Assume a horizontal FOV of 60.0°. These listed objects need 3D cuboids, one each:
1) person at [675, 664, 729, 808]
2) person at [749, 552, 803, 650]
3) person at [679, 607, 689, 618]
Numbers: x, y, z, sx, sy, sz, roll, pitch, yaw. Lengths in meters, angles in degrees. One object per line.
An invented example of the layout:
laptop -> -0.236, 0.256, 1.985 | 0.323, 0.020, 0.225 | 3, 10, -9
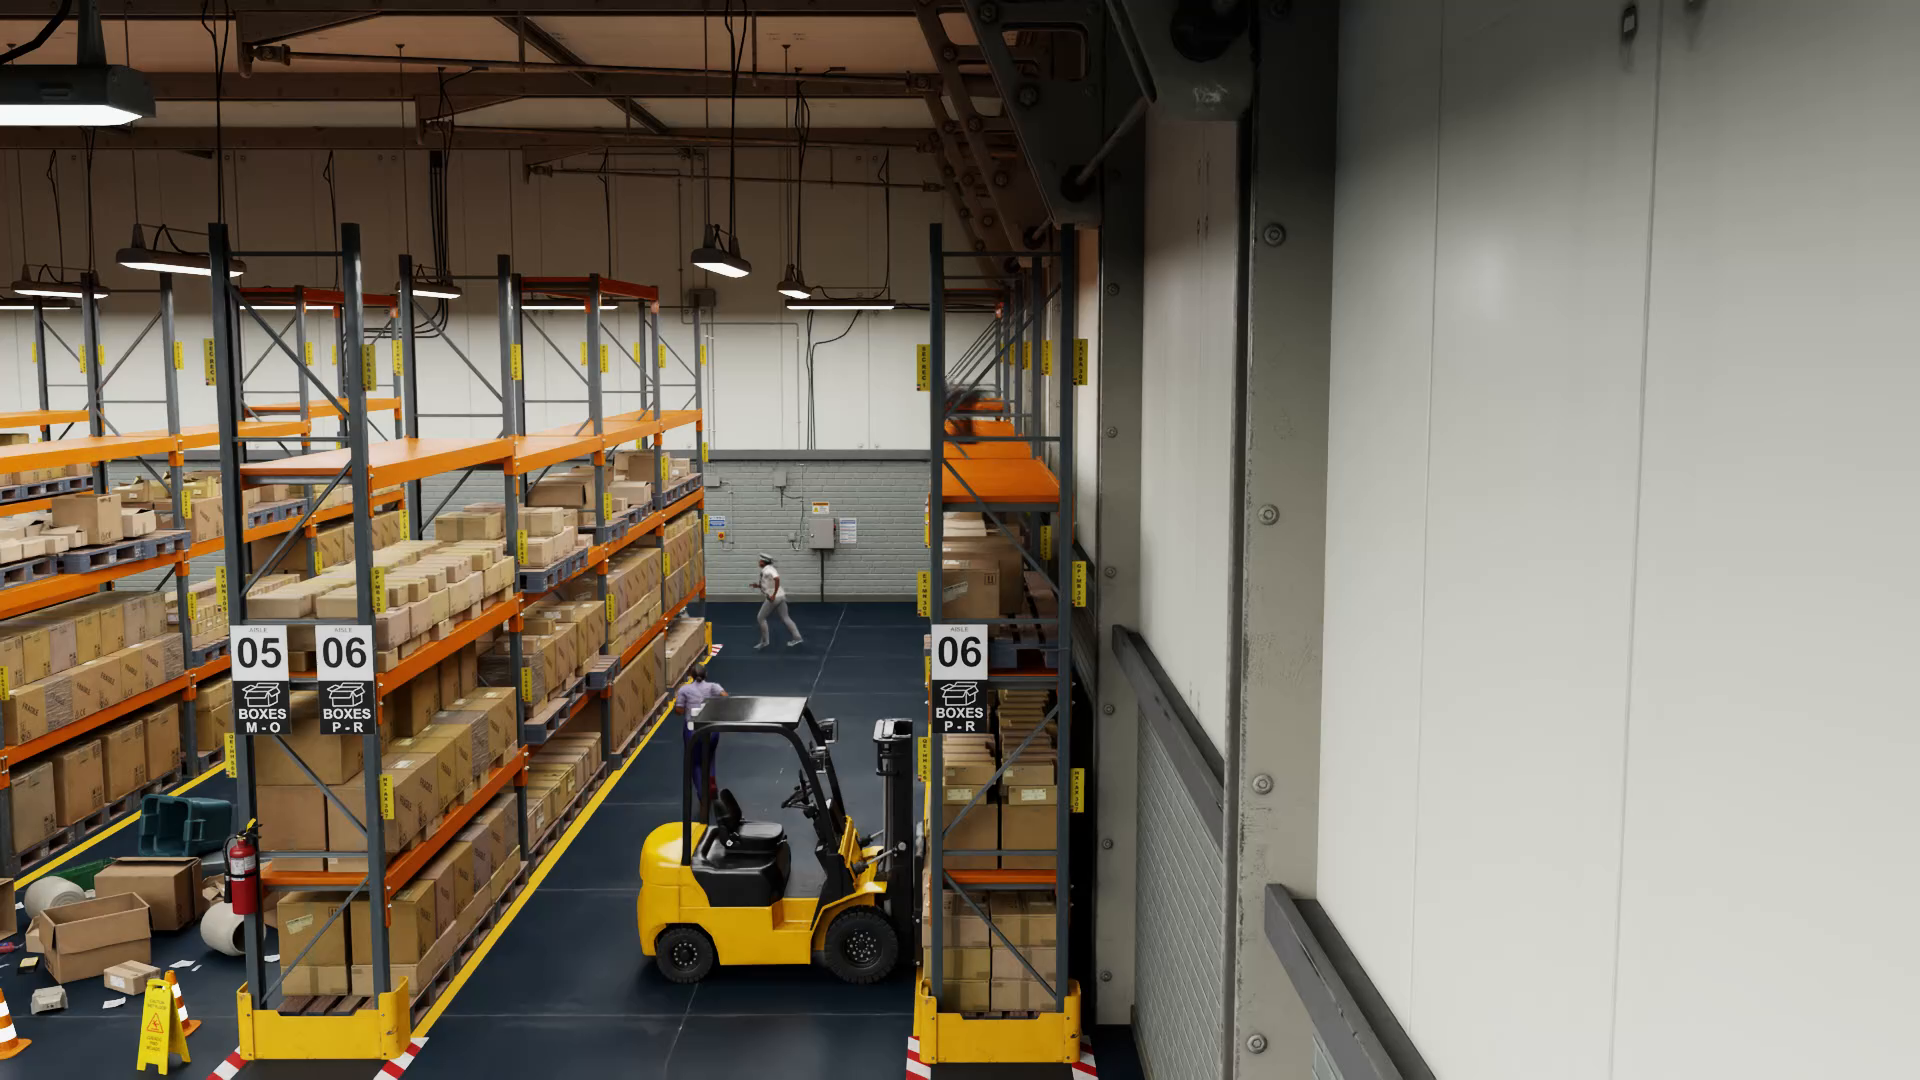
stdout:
person -> -2.908, 2.194, 18.758 | 0.574, 1.572, 0.792 | -2, 7, -17
person -> -3.158, 1.046, 28.395 | 0.957, 1.664, 0.577 | 2, 7, 16
person -> -5.438, 0.719, 30.769 | 0.841, 1.741, 0.678 | -4, 8, -30
